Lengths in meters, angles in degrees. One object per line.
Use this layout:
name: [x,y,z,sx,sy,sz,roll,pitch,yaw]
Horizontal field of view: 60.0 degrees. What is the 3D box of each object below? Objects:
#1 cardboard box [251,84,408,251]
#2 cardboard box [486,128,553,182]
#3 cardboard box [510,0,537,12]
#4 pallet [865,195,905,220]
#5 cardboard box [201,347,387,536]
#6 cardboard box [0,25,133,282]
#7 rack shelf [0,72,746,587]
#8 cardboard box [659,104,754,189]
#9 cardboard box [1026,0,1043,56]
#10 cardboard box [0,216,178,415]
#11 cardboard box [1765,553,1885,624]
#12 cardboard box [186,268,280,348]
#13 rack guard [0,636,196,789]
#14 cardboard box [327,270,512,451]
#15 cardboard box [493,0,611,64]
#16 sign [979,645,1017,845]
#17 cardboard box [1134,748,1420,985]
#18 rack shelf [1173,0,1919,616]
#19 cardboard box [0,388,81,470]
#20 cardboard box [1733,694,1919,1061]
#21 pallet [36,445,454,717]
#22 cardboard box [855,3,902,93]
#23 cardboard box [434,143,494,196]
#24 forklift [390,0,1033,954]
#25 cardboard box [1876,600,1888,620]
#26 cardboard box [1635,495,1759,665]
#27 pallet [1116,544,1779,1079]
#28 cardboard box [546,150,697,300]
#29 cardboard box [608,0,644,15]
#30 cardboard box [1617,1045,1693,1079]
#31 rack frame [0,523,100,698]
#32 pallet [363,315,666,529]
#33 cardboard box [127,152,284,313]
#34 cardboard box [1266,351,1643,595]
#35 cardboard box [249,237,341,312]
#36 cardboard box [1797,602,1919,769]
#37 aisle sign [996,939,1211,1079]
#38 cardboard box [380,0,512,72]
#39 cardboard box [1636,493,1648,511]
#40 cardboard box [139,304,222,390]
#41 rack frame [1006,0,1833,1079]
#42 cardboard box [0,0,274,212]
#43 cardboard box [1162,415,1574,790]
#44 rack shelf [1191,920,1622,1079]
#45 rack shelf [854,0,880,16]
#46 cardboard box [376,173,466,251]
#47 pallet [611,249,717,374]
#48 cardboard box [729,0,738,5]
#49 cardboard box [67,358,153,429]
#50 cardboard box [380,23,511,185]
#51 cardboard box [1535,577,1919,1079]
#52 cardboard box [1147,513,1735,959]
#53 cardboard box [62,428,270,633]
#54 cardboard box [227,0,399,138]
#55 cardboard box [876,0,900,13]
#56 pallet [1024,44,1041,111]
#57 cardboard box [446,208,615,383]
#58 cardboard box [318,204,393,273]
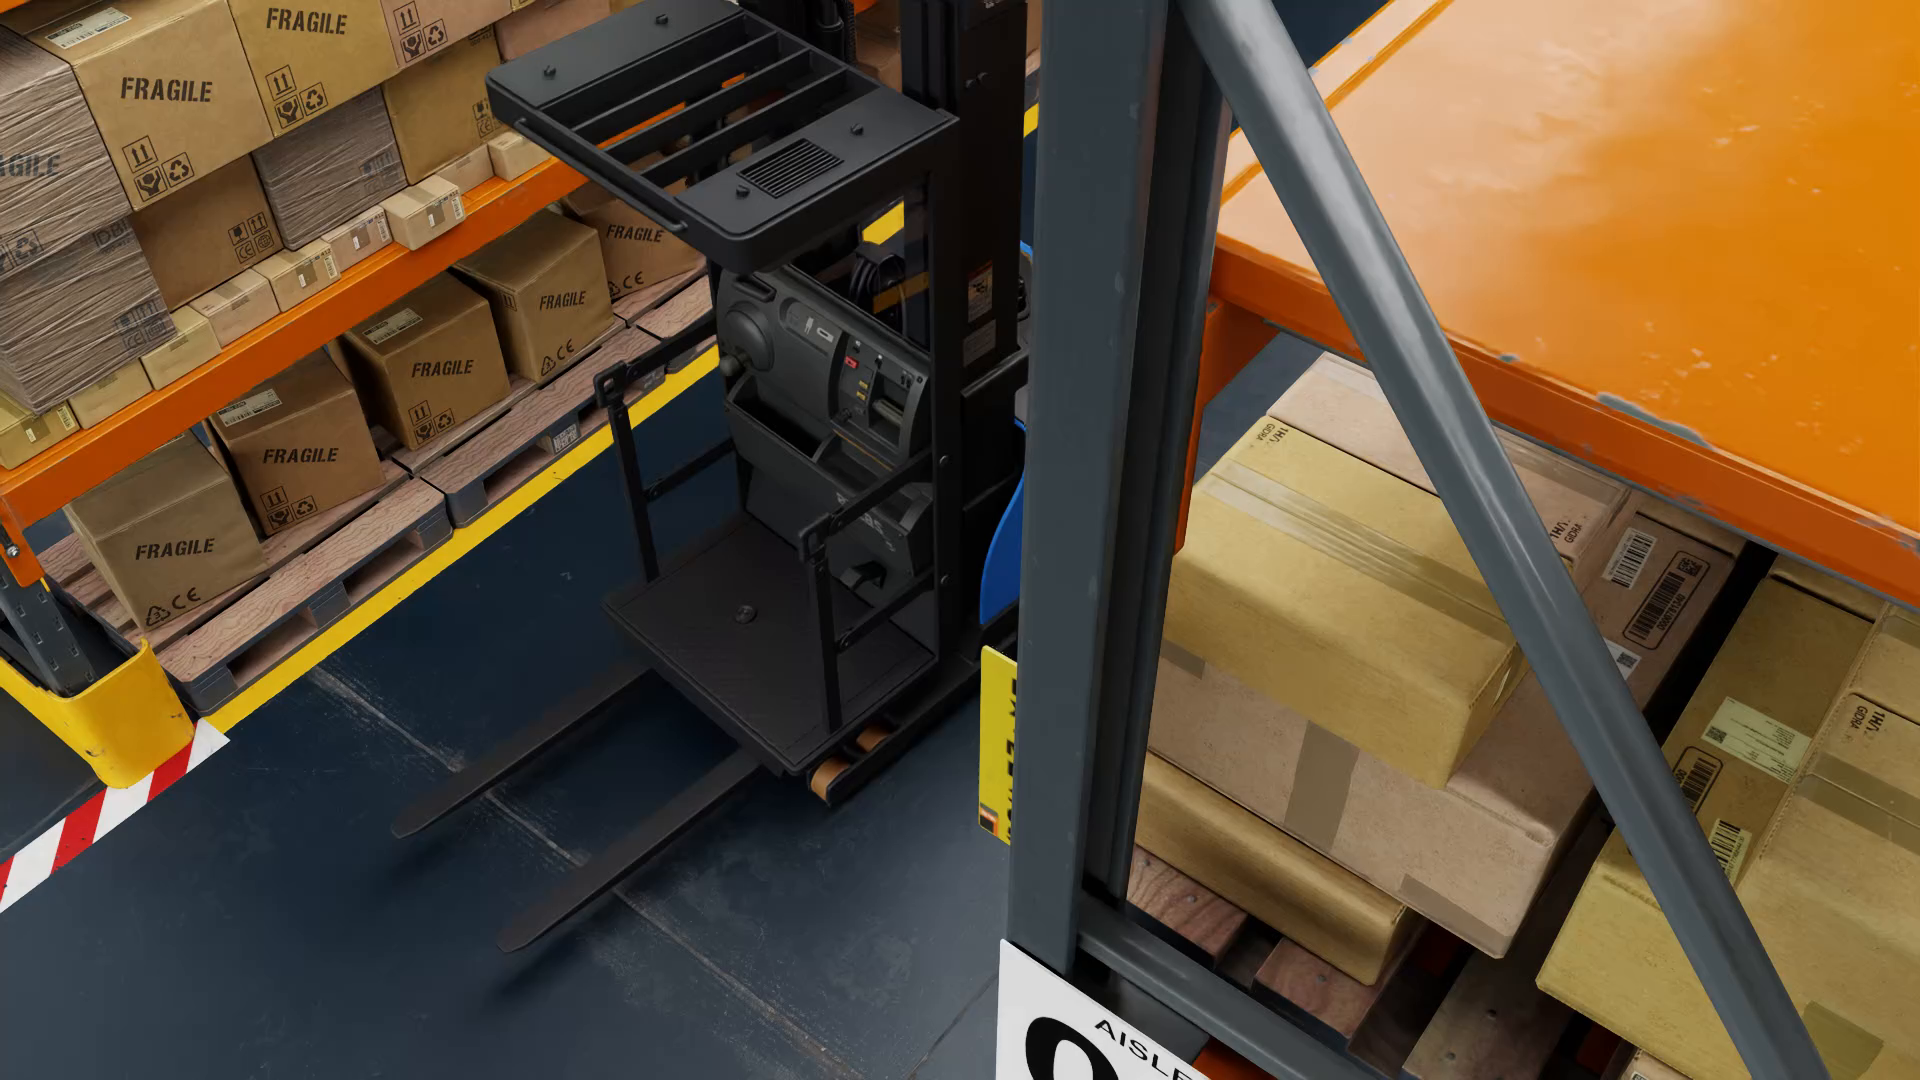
cardboard box: [-2.471,-1.491,5.825,0.875,0.500,0.500,29,53,25]
cardboard box: [-1.761,-1.543,6.323,0.380,0.149,0.250,29,53,25]
cardboard box: [-1.602,-2.265,5.873,0.500,0.500,0.500,29,53,25]
pallet: [-0.459,-2.217,8.722,1.003,0.211,1.213,29,53,25]
cardboard box: [-2.646,-0.434,6.529,0.500,0.500,0.500,-29,53,-25]
cardboard box: [-2.827,-1.122,4.781,0.500,0.500,0.500,29,53,25]
rack shelf: [-2.157,-1.341,6.454,1.077,0.370,4.000,29,53,25]
cardboard box: [-1.210,-1.805,7.838,0.500,0.500,0.500,28,52,24]
cardboard box: [0.107,-2.949,8.918,0.700,0.500,0.500,25,51,22]
cardboard box: [-3.021,-0.885,5.246,0.875,0.500,0.500,29,53,25]
cardboard box: [1.291,0.085,2.059,0.500,0.250,0.500,29,53,25]
cardboard box: [-2.547,-0.840,5.651,0.380,0.149,0.250,29,53,25]
rack guard: [-3.333,0.375,6.046,1.175,0.500,0.348,29,53,25]
cardboard box: [-2.248,-0.784,6.863,0.500,0.500,0.500,34,55,28]
cardboard box: [-1.817,-2.040,6.350,0.875,0.500,0.500,29,53,25]
sign: [0.063,0.243,1.812,0.100,0.325,0.005,29,53,25]
cardboard box: [0.419,0.336,2.094,0.380,0.149,0.250,29,53,25]
rack shelf: [1.707,-1.025,2.280,1.077,0.370,4.000,29,53,25]
cardboard box: [-3.016,-0.416,5.247,0.380,0.149,0.250,29,53,25]
cardboard box: [0.940,0.351,1.529,0.380,0.149,0.250,30,53,25]
pallet: [-2.808,0.025,6.580,1.003,0.211,1.213,29,53,25]
cardboard box: [-0.541,-2.365,8.359,0.700,0.500,0.500,25,51,22]
cardboard box: [-1.975,-1.433,6.219,0.380,0.149,0.250,29,53,25]
forklift: [-0.600,-0.513,5.213,1.130,2.935,3.031,35,56,29]
cardboard box: [1.250,0.061,1.806,0.380,0.149,0.250,28,53,25]
cardboard box: [0.869,-0.151,2.284,0.500,0.250,0.500,29,53,25]
pallet: [0.929,0.371,2.308,1.003,0.211,1.213,29,53,25]
cardboard box: [-1.554,-1.474,7.521,0.500,0.500,0.500,-26,52,-23]
cardboard box: [-1.591,-2.371,6.665,0.875,0.500,0.500,29,53,25]
cardboard box: [0.947,0.622,1.821,0.380,0.149,0.250,30,53,25]
rack frame: [-3.379,-0.445,5.101,1.000,3.000,0.127,29,53,25]
pallet: [-2.062,-0.670,7.244,1.003,0.211,1.213,29,53,25]
cardboard box: [-2.811,-1.224,5.570,0.875,0.500,0.500,29,53,25]
cardboard box: [0.575,-0.084,1.944,0.380,0.149,0.250,29,53,25]
cardboard box: [-2.389,-0.979,5.785,0.380,0.149,0.250,29,53,25]
cardboard box: [1.094,0.208,1.666,0.380,0.149,0.250,29,53,25]
aisle sign: [0.203,0.815,2.099,0.394,0.787,0.004,29,53,25]
cardboard box: [-1.911,-1.981,5.601,0.500,0.500,0.500,29,53,25]
cardboard box: [0.732,-0.231,2.084,0.380,0.149,0.250,30,53,26]
cardboard box: [-2.684,-0.687,5.506,0.380,0.149,0.250,29,53,25]
rack frame: [0.484,-0.267,0.782,1.000,3.000,0.127,29,53,25]
cardboard box: [-2.516,-1.405,5.052,0.500,0.500,0.500,29,53,25]
cardboard box: [0.421,0.058,1.808,0.380,0.149,0.250,30,53,25]
rack shelf: [1.707,-0.127,3.220,1.077,0.370,4.000,29,53,25]
rack shelf: [0.289,-3.630,8.641,1.077,0.370,4.000,29,53,25]
cardboard box: [-2.023,-1.232,6.026,0.380,0.149,0.250,29,53,25]
pallet: [-1.316,-1.371,7.914,1.003,0.211,1.213,29,53,25]
cardboard box: [-0.993,-2.256,7.004,0.380,0.149,0.250,29,53,25]
cardboard box: [-2.848,-0.551,5.376,0.380,0.149,0.250,29,53,25]
cardboard box: [-2.156,-1.772,6.094,0.875,0.500,0.500,29,53,25]
cardboard box: [0.982,0.376,1.781,0.500,0.250,0.500,29,53,25]
cardboard box: [0.562,0.135,2.011,0.500,0.250,0.500,30,53,25]
cardboard box: [-2.984,-0.077,6.187,0.500,0.500,0.500,-33,54,-27]
cardboard box: [-2.212,-1.692,5.326,0.500,0.500,0.500,29,53,25]
cardboard box: [-0.235,-2.629,8.612,0.700,0.500,0.500,29,53,25]
pallet: [0.287,-2.918,9.392,1.003,0.211,1.213,29,53,25]
cardboard box: [-1.872,-1.084,7.149,0.500,0.500,0.500,25,51,22]
cardboard box: [-2.257,-1.134,5.933,0.380,0.149,0.250,29,53,25]
